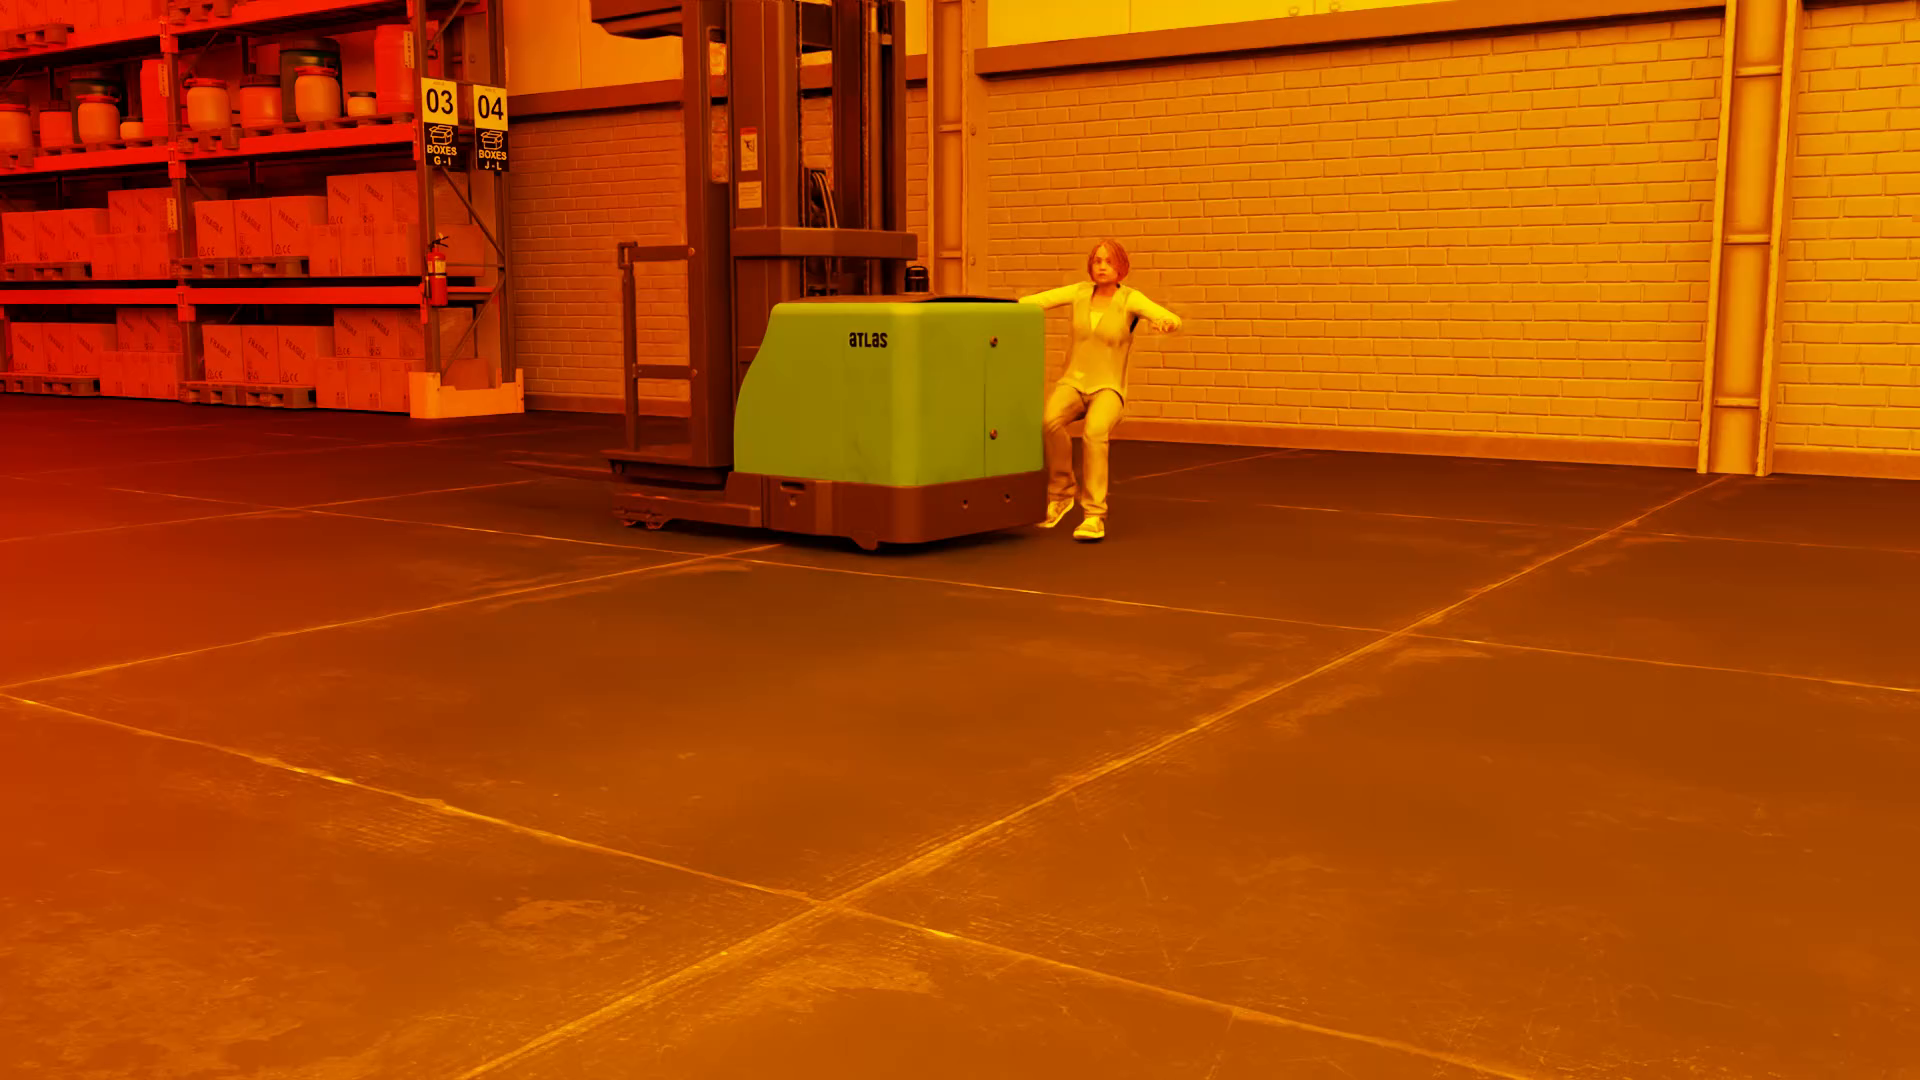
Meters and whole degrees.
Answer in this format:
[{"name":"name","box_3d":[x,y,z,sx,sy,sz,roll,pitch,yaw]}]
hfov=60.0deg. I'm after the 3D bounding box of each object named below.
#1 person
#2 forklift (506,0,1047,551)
[{"name":"person","box_3d":[0.564,-0.717,7.729,0.906,1.365,0.754,2,8,13]},{"name":"forklift","box_3d":[-1.060,-1.549,8.089,3.031,2.935,1.130,6,10,39]}]
